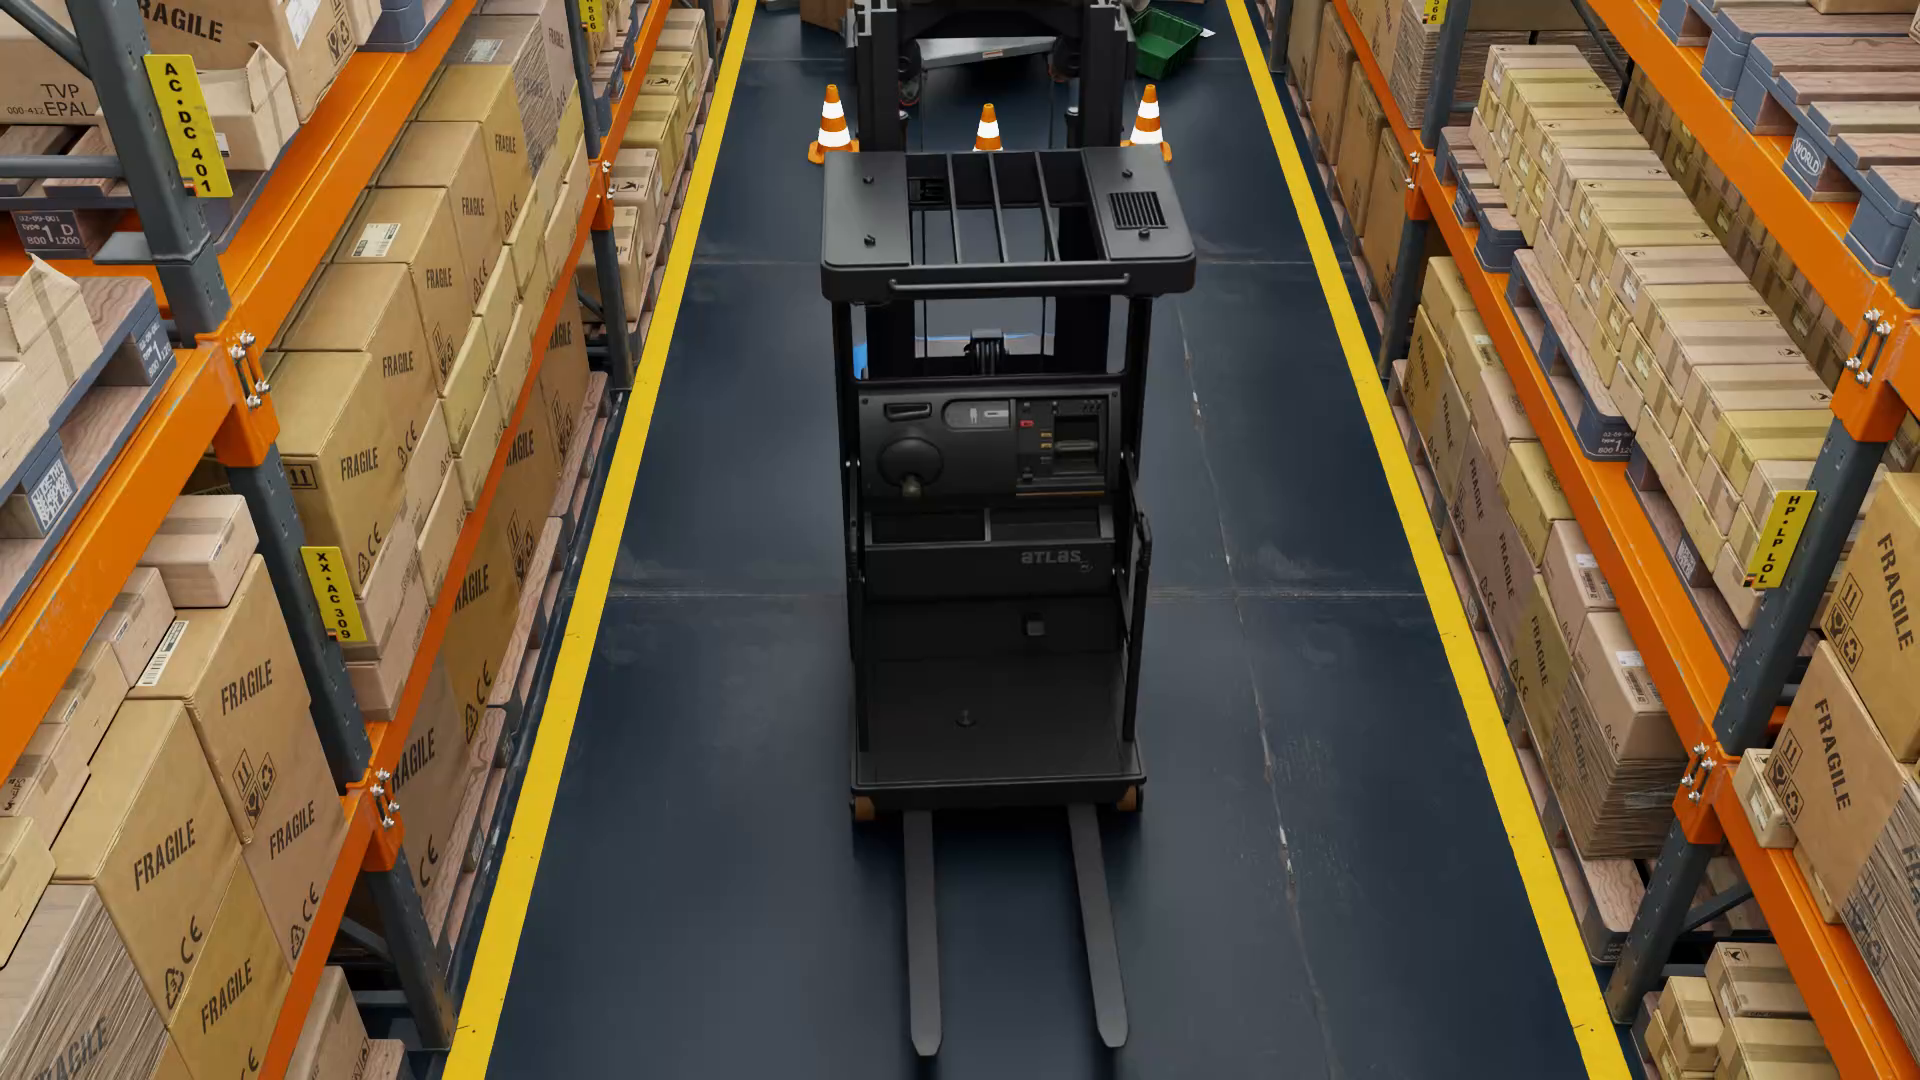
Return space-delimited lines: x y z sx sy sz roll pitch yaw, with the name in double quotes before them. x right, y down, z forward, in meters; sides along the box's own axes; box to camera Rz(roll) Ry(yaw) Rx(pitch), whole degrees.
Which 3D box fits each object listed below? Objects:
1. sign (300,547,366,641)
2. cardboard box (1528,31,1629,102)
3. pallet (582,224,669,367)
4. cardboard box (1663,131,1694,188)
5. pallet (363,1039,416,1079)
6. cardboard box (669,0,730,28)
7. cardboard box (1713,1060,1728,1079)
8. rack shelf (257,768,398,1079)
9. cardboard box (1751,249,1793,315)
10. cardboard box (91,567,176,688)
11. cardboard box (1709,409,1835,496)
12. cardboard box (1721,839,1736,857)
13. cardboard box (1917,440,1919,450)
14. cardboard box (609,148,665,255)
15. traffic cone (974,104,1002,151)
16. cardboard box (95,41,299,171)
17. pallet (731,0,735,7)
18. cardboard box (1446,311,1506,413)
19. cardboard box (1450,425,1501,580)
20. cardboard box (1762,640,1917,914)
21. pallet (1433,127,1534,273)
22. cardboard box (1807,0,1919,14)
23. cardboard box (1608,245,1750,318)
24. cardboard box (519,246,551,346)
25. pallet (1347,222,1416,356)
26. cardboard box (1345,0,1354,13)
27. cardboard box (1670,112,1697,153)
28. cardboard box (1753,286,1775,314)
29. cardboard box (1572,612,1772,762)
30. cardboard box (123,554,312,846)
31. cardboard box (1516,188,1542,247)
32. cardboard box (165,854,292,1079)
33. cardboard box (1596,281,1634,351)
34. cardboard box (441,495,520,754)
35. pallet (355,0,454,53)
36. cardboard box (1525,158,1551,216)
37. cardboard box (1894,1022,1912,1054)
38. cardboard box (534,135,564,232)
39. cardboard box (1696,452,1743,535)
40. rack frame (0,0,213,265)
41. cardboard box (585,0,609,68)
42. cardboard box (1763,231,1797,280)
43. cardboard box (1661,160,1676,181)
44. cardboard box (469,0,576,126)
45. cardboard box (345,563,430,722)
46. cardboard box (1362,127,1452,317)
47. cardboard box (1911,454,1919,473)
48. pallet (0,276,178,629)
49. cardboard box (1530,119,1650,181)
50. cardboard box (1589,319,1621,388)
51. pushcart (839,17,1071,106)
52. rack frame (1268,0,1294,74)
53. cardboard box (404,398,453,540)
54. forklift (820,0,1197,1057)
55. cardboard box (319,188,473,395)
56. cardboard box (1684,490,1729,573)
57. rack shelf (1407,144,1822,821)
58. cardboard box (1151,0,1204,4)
"sign" -1.661 0.146 4.413 0.100 0.325 0.005 0 39 0
"cardboard box" 2.999 -2.372 8.231 0.500 0.500 0.500 0 39 0
"pallet" -2.220 -1.386 9.310 1.003 0.211 1.213 0 39 0
"cardboard box" 3.190 -1.594 6.967 0.380 0.149 0.250 1 39 1
"pallet" -2.293 2.080 4.986 1.003 0.211 1.213 0 39 0
"cardboard box" -1.956 -3.947 12.139 0.500 0.250 0.500 -2 39 -2
"cardboard box" 2.504 1.667 4.977 0.380 0.149 0.250 0 39 0
"rack shelf" -2.214 2.048 3.371 1.077 0.370 4.000 0 39 0
"cardboard box" 3.189 -0.957 6.173 0.380 0.149 0.250 -1 39 -1
"cardboard box" -2.006 0.191 3.714 0.380 0.149 0.250 1 39 1
"cardboard box" 2.537 -0.267 5.074 0.380 0.149 0.250 -1 39 -1
"cardboard box" 2.998 0.799 6.018 0.500 0.500 0.500 1 39 2
"cardboard box" 3.187 -0.270 5.077 0.380 0.149 0.250 1 39 1
"cardboard box" -2.220 -1.938 9.536 0.950 0.372 0.625 -1 39 -1
"traffic cone" 0.176 -2.542 10.551 0.336 0.463 0.334 0 39 0
"cardboard box" -1.867 -1.079 4.071 0.396 0.266 0.258 0 39 0
"pallet" -2.266 -4.583 13.300 1.003 0.211 1.213 0 39 0
"cardboard box" 2.489 -0.784 7.394 0.500 0.250 0.500 0 39 -1
"cardboard box" 2.484 -0.162 7.217 0.500 0.500 0.500 -1 39 -1
"cardboard box" 2.482 0.604 4.279 0.500 0.500 0.500 -1 39 -1
"pallet" 2.837 -1.531 7.416 1.213 0.211 1.003 0 39 0
"cardboard box" 2.863 -1.891 4.894 0.797 0.503 0.637 -1 39 -1
"cardboard box" 2.537 -0.914 5.882 0.380 0.149 0.250 -2 39 -2
"cardboard box" -1.960 -0.976 6.689 0.500 0.250 0.500 0 39 -1
"pallet" 2.804 -1.457 9.399 1.003 0.211 1.213 0 39 0
"cardboard box" 2.456 -3.317 9.411 0.500 0.500 0.500 1 39 1
"cardboard box" 3.187 -1.723 6.891 0.380 0.149 0.250 1 39 1
"cardboard box" 3.189 -0.837 6.261 0.380 0.149 0.250 -2 39 -2
"cardboard box" 2.480 0.503 5.787 0.500 0.250 0.500 -1 39 -1
"cardboard box" -1.939 0.382 3.995 0.500 0.500 0.500 0 39 0
"cardboard box" 2.531 -1.332 6.879 0.380 0.149 0.250 2 39 2
"cardboard box" -1.954 1.089 3.913 0.500 0.500 0.500 -1 39 -1
"cardboard box" 2.531 -0.805 5.984 0.380 0.149 0.250 0 39 0
"cardboard box" -2.306 0.229 6.429 0.875 0.875 0.875 1 39 1
"pallet" -2.163 -1.980 5.574 1.003 0.211 1.213 2 39 2
"cardboard box" 2.536 -1.437 6.772 0.380 0.149 0.250 0 39 0
"cardboard box" 2.529 1.223 4.026 0.380 0.149 0.250 -2 39 -2
"cardboard box" -1.962 -1.498 6.941 0.500 0.250 0.500 -1 39 -1
"cardboard box" 2.534 -0.146 5.161 0.380 0.149 0.250 0 39 0
"rack frame" -2.216 -1.825 2.831 1.000 3.000 0.127 0 39 0
"cardboard box" -1.990 -2.586 7.924 0.500 0.500 0.500 -1 39 -1
"cardboard box" 3.187 -1.072 6.079 0.380 0.149 0.250 1 39 1
"cardboard box" 3.189 -1.493 7.080 0.380 0.149 0.250 1 39 1
"cardboard box" -1.958 -2.091 7.081 0.500 0.500 0.500 -1 39 -1
"cardboard box" -1.953 0.299 5.098 0.500 0.250 0.500 -1 39 -1
"cardboard box" 2.819 -1.719 8.959 1.050 0.750 0.750 -1 39 -1
"cardboard box" 3.191 -0.141 5.155 0.380 0.149 0.250 -1 39 -1
"pallet" -2.226 -0.108 3.158 1.003 0.211 1.213 0 39 0
"cardboard box" 2.535 -1.574 6.704 0.380 0.149 0.250 -2 39 -2
"cardboard box" 2.531 -0.679 6.064 0.380 0.149 0.250 2 39 2
"pushcart" 0.055 -3.496 11.811 1.648 0.377 0.936 -13 40 -16
"rack frame" 2.725 -4.553 11.033 1.000 3.000 0.127 0 39 0
"cardboard box" -1.963 -0.222 5.348 0.500 0.250 0.500 1 39 1
"forklift" 0.121 -0.272 5.746 1.130 2.935 3.031 -2 39 -2
"cardboard box" -1.955 -0.820 5.495 0.500 0.500 0.500 -1 39 -1
"cardboard box" 2.534 -0.027 5.250 0.380 0.149 0.250 0 39 0
"rack shelf" 2.732 -0.520 6.576 1.077 0.370 4.000 0 39 0
"cardboard box" 1.697 -4.549 13.025 0.500 0.500 0.500 6 39 8
